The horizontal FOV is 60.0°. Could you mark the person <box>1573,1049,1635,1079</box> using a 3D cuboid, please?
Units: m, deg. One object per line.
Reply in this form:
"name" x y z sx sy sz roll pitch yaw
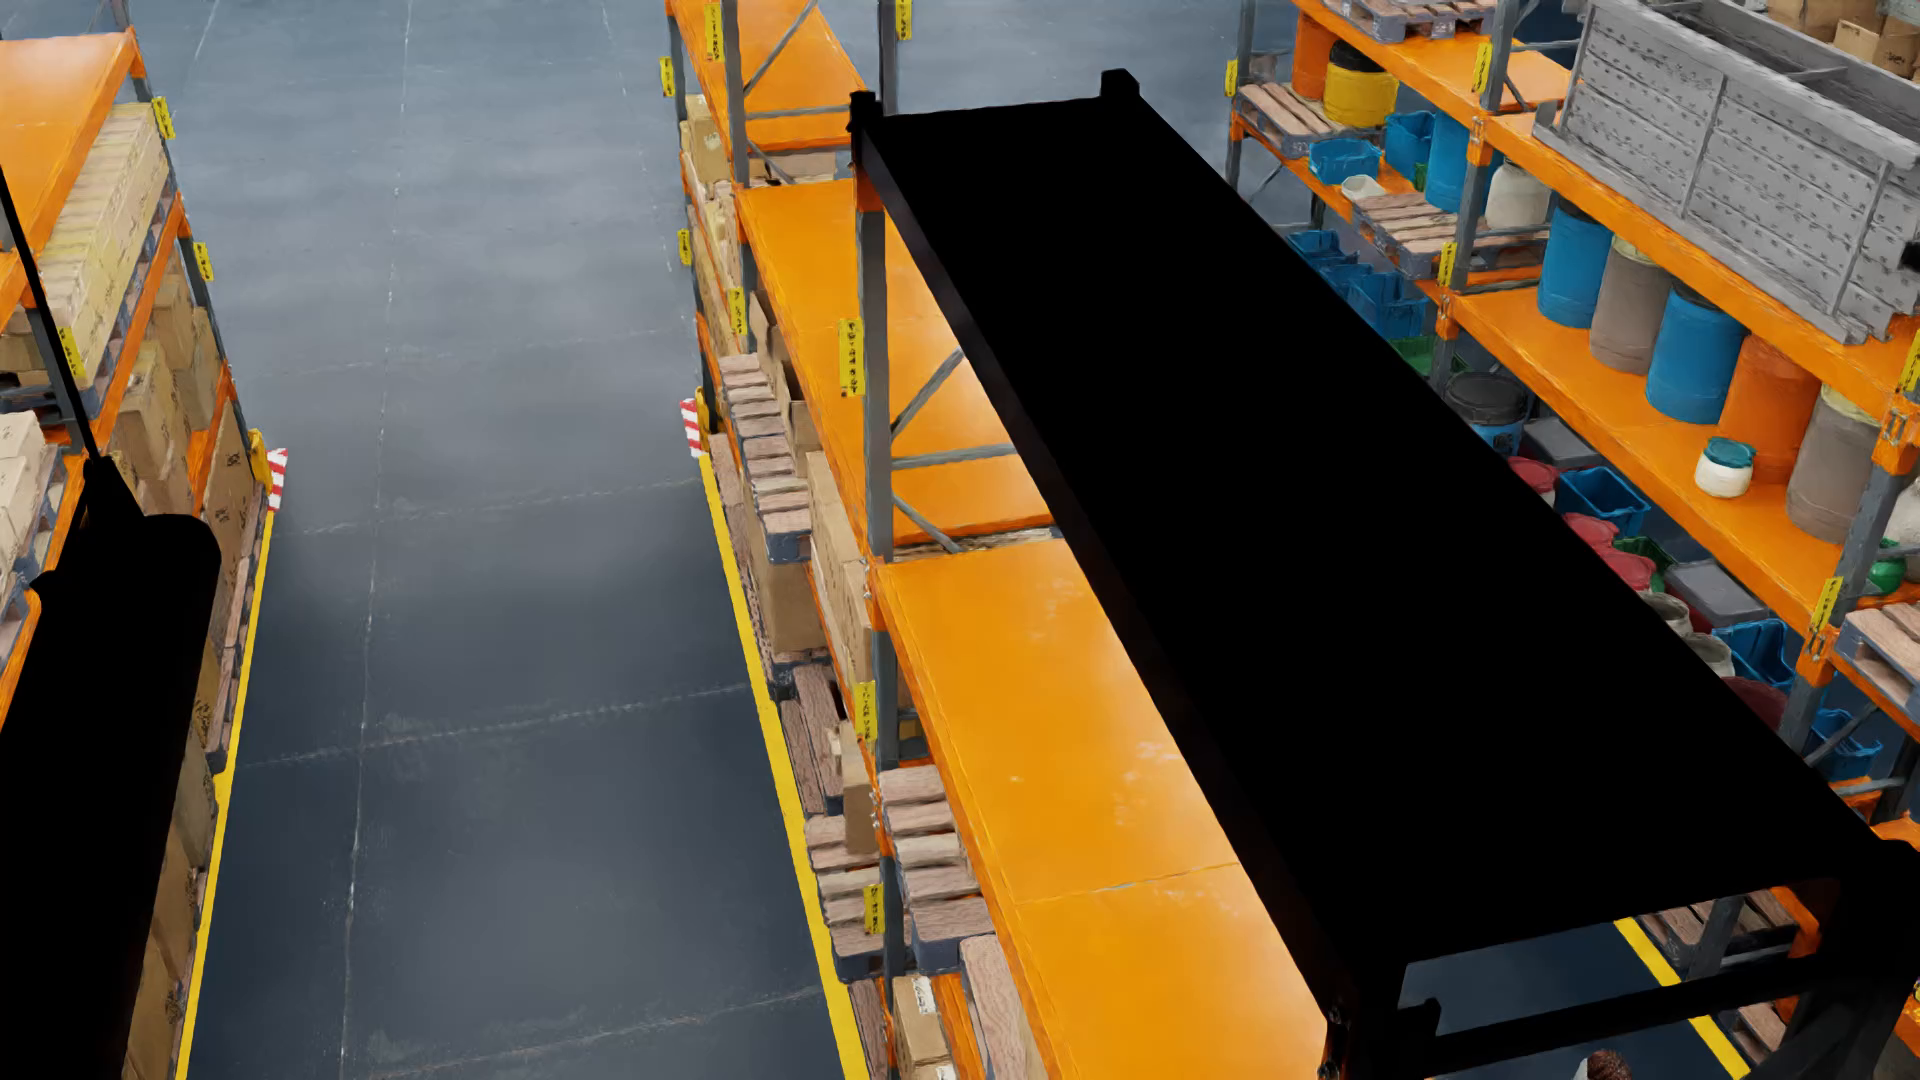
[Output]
"person" 3.056 3.059 8.196 0.522 1.591 0.523 8 35 12
